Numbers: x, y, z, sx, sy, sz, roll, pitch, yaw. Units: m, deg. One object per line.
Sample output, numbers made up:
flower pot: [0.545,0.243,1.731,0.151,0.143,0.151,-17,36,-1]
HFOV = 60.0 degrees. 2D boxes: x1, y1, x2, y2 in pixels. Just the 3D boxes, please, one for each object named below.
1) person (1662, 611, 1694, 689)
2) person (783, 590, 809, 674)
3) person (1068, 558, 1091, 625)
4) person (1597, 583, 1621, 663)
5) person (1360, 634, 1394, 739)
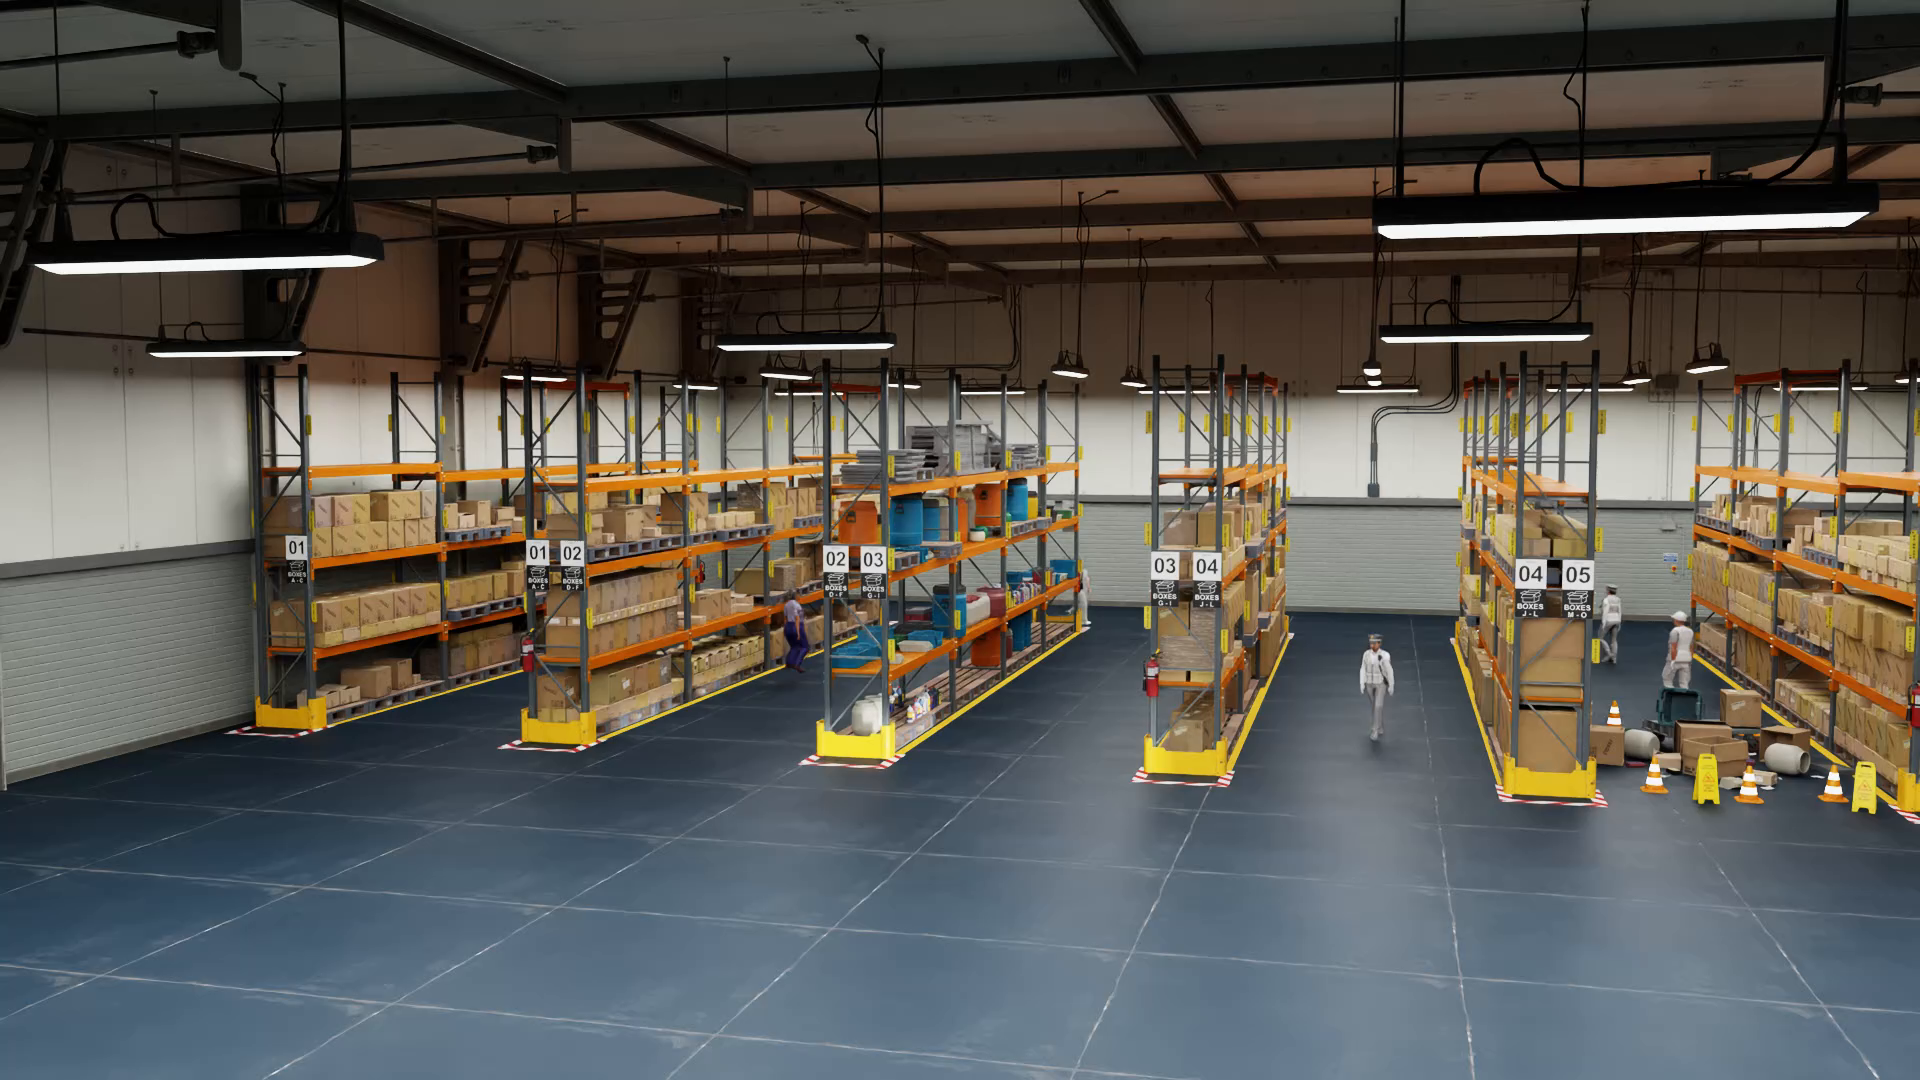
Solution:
person: [12.444,2.143,28.687,0.509,1.806,0.542,0,4,3]
person: [-3.220,1.774,32.244,0.538,1.621,0.446,2,5,30]
person: [3.018,1.279,41.803,0.788,1.642,0.420,3,5,39]
person: [13.688,1.753,34.936,0.523,1.682,0.430,-2,4,-23]
person: [6.634,2.327,26.628,0.532,1.629,0.888,3,5,41]
